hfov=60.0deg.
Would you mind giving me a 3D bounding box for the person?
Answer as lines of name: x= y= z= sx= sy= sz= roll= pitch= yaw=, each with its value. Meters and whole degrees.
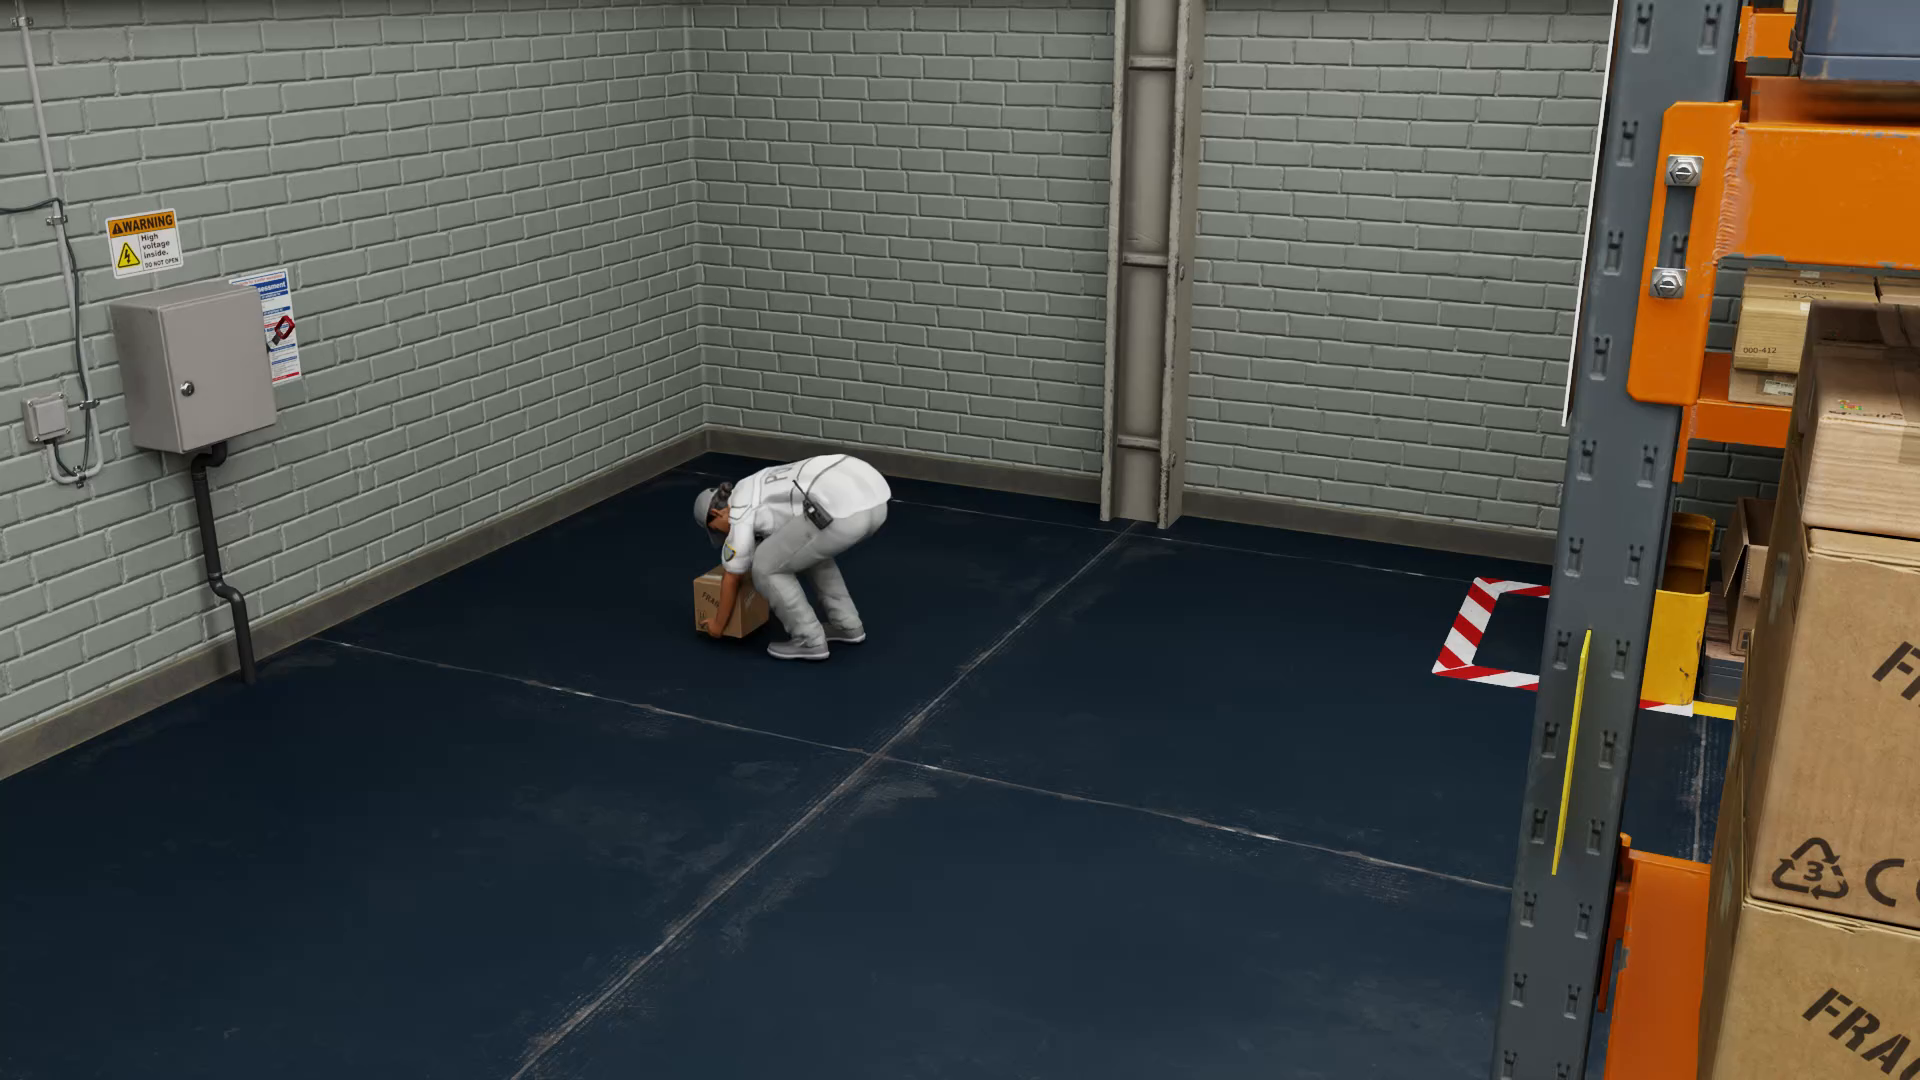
person: x=-0.777 y=0.053 z=7.557 sx=0.935 sy=0.914 sz=0.504 roll=7 pitch=20 yaw=20
